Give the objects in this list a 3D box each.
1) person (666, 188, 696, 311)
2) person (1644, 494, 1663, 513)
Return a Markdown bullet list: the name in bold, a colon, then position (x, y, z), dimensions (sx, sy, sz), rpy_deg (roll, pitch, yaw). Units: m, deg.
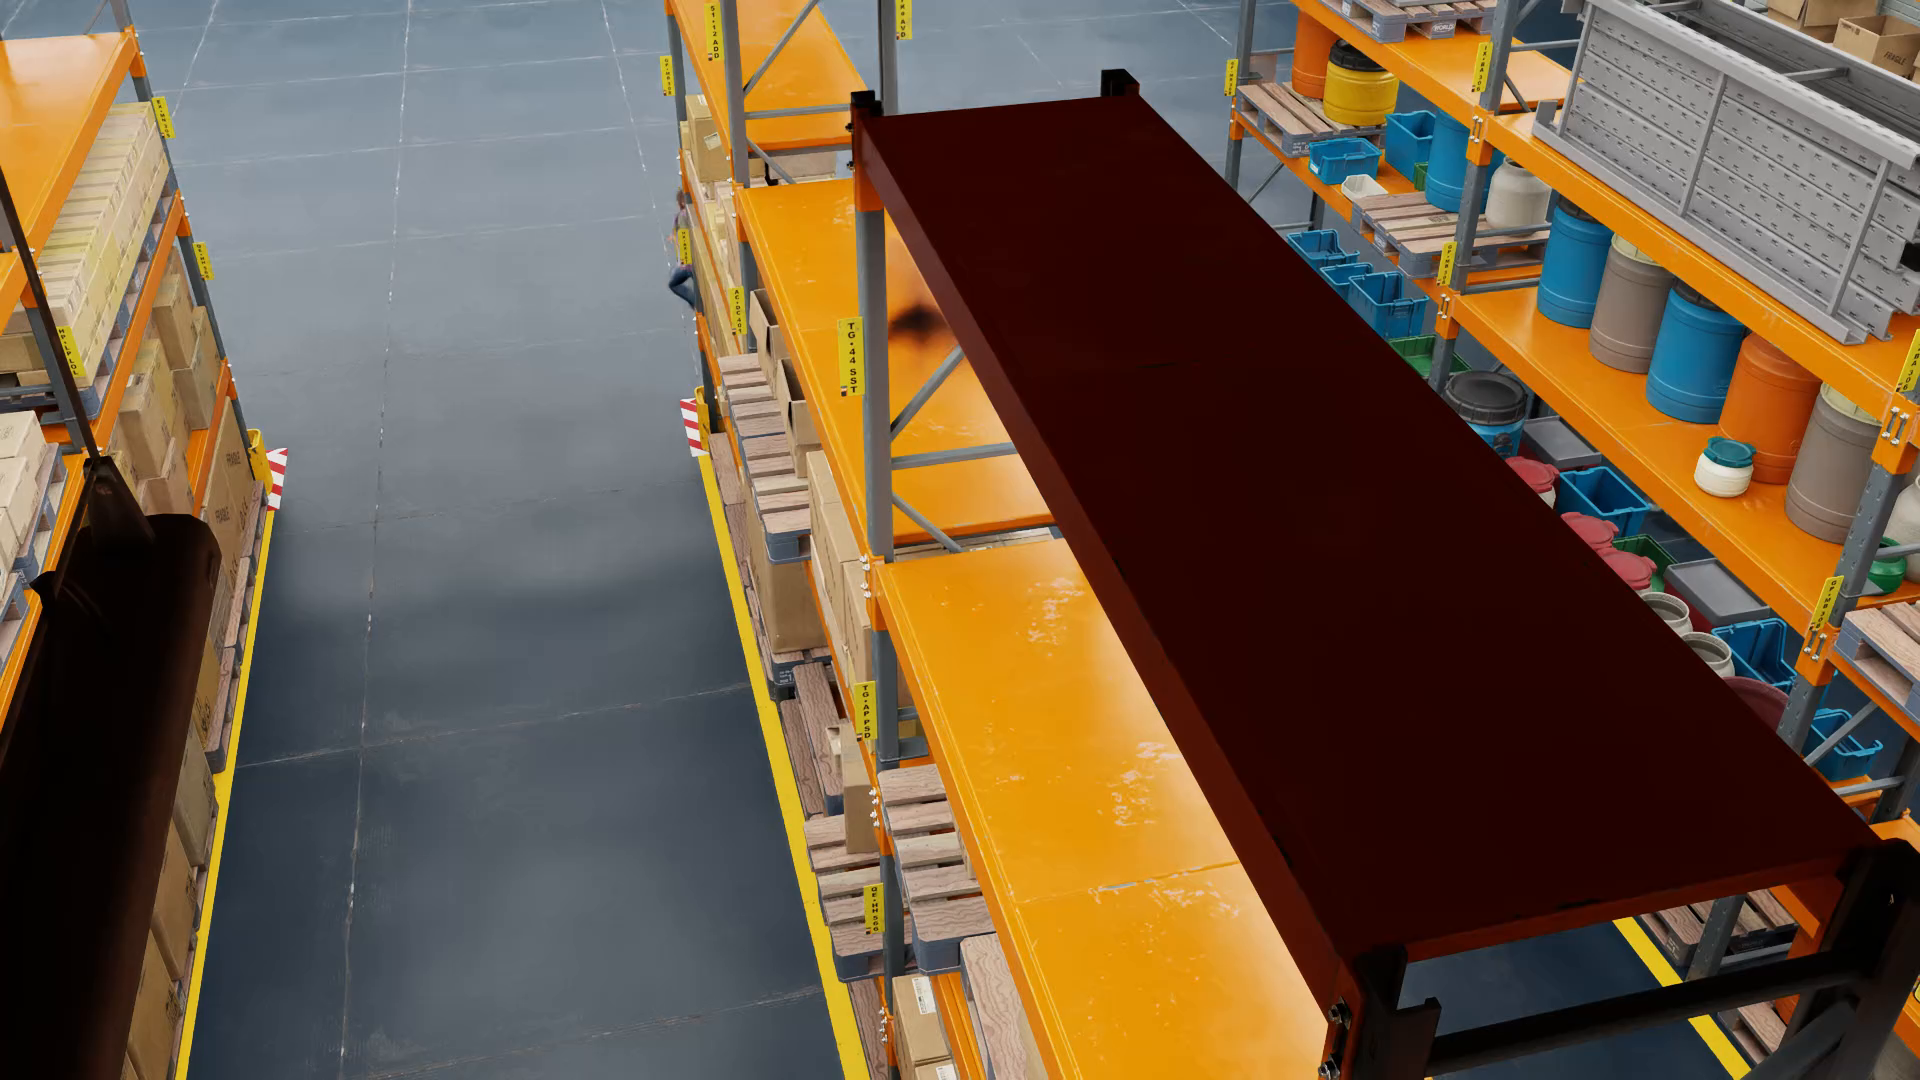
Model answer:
- **person**: position (-2.724, -2.798, 16.795), dimensions (0.701, 1.554, 0.568), rpy_deg (21, 40, 28)
- **person**: position (6.132, -0.834, 13.858), dimensions (0.594, 1.743, 0.729), rpy_deg (-14, 37, -20)
